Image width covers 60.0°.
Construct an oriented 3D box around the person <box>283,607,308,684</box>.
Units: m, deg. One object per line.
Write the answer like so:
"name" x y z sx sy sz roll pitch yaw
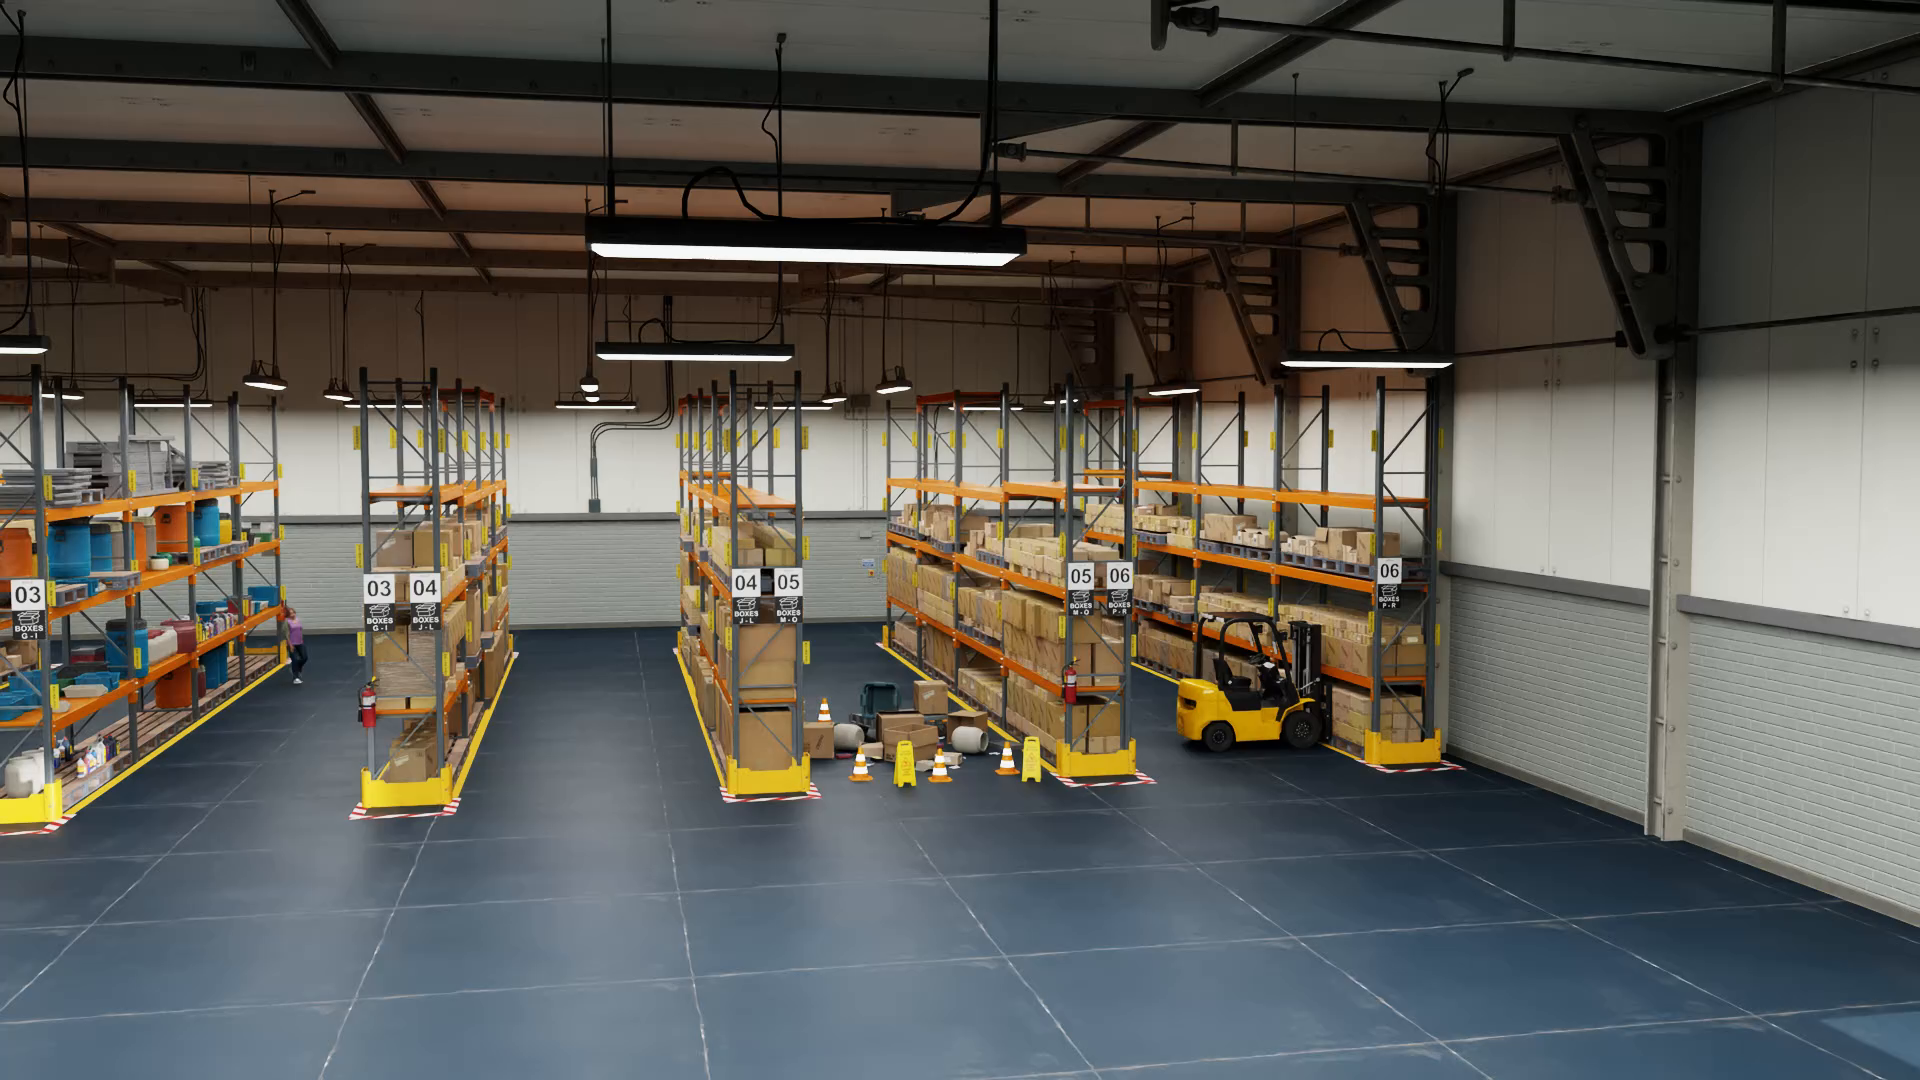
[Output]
"person" -13.711 2.164 34.226 0.441 1.576 0.415 3 5 42
